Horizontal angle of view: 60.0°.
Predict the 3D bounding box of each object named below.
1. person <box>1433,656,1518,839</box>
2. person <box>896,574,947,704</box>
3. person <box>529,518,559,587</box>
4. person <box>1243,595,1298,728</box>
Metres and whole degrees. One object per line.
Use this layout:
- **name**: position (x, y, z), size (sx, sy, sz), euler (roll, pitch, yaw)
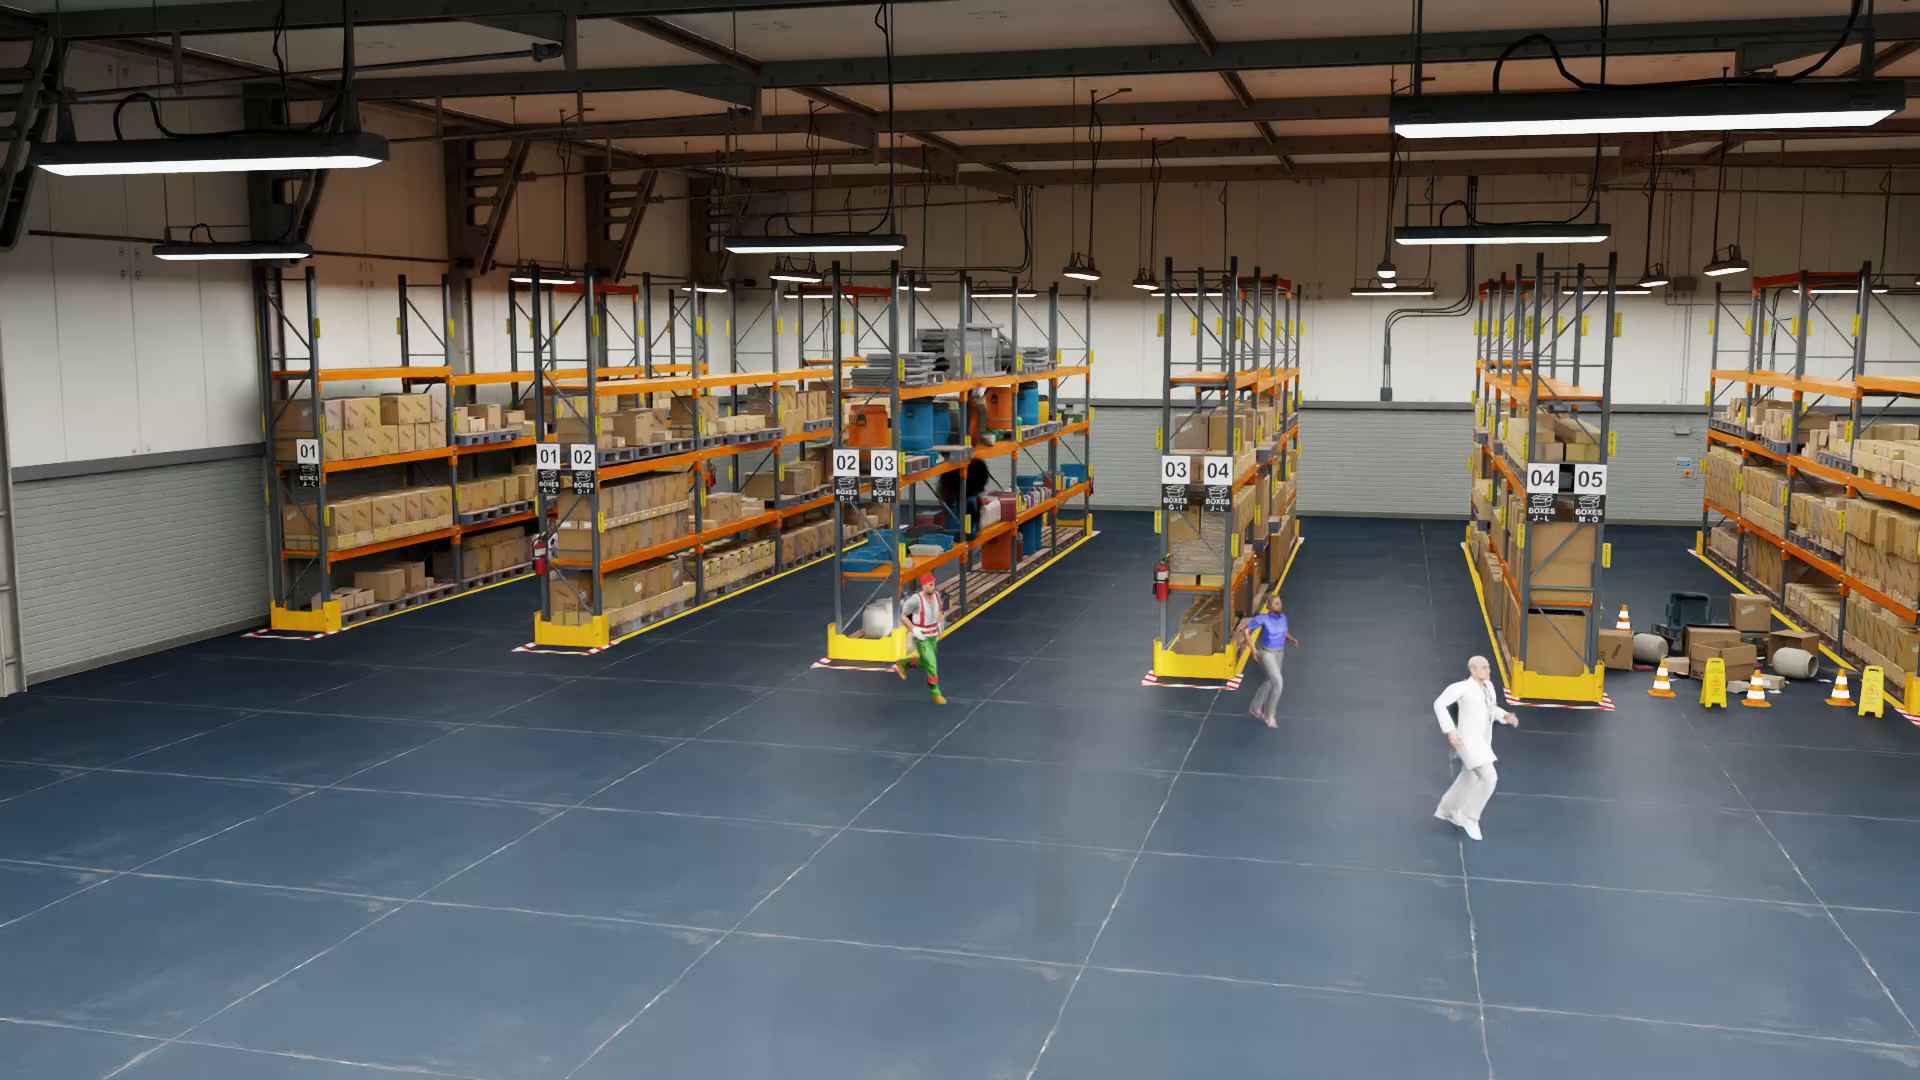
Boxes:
- **person**: position (5.126, 2.059, 16.544), size (0.808, 1.808, 0.693), euler (7, 10, 42)
- **person**: position (-0.540, 1.309, 22.534), size (0.939, 1.765, 0.664), euler (7, 10, 43)
- **person**: position (-7.108, 0.520, 28.600), size (0.638, 1.839, 0.750), euler (2, 7, 13)
- **person**: position (3.960, 1.536, 21.096), size (0.563, 1.707, 0.727), euler (-6, 9, -38)
